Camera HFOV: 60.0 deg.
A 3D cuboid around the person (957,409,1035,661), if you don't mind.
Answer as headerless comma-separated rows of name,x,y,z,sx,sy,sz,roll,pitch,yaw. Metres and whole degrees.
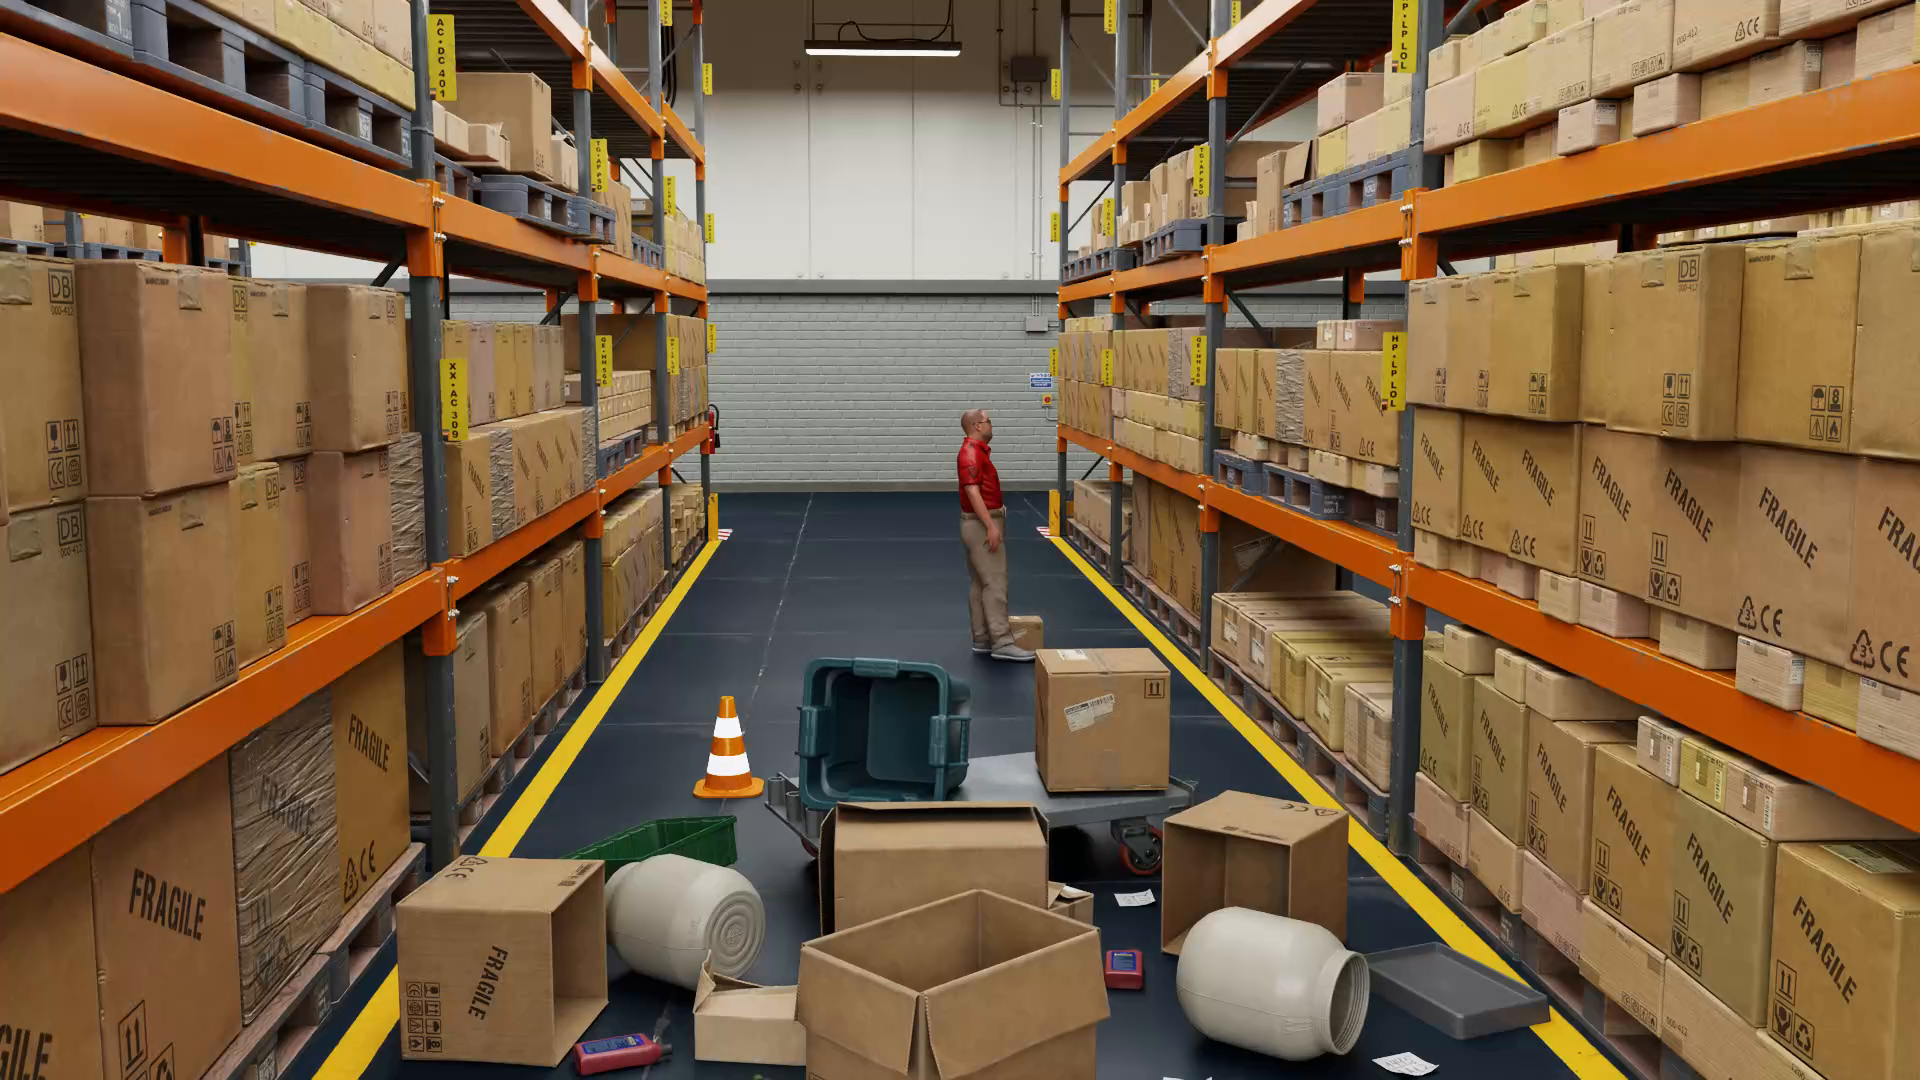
person,0.252,-0.053,11.680,0.550,1.727,0.642,0,7,-4
